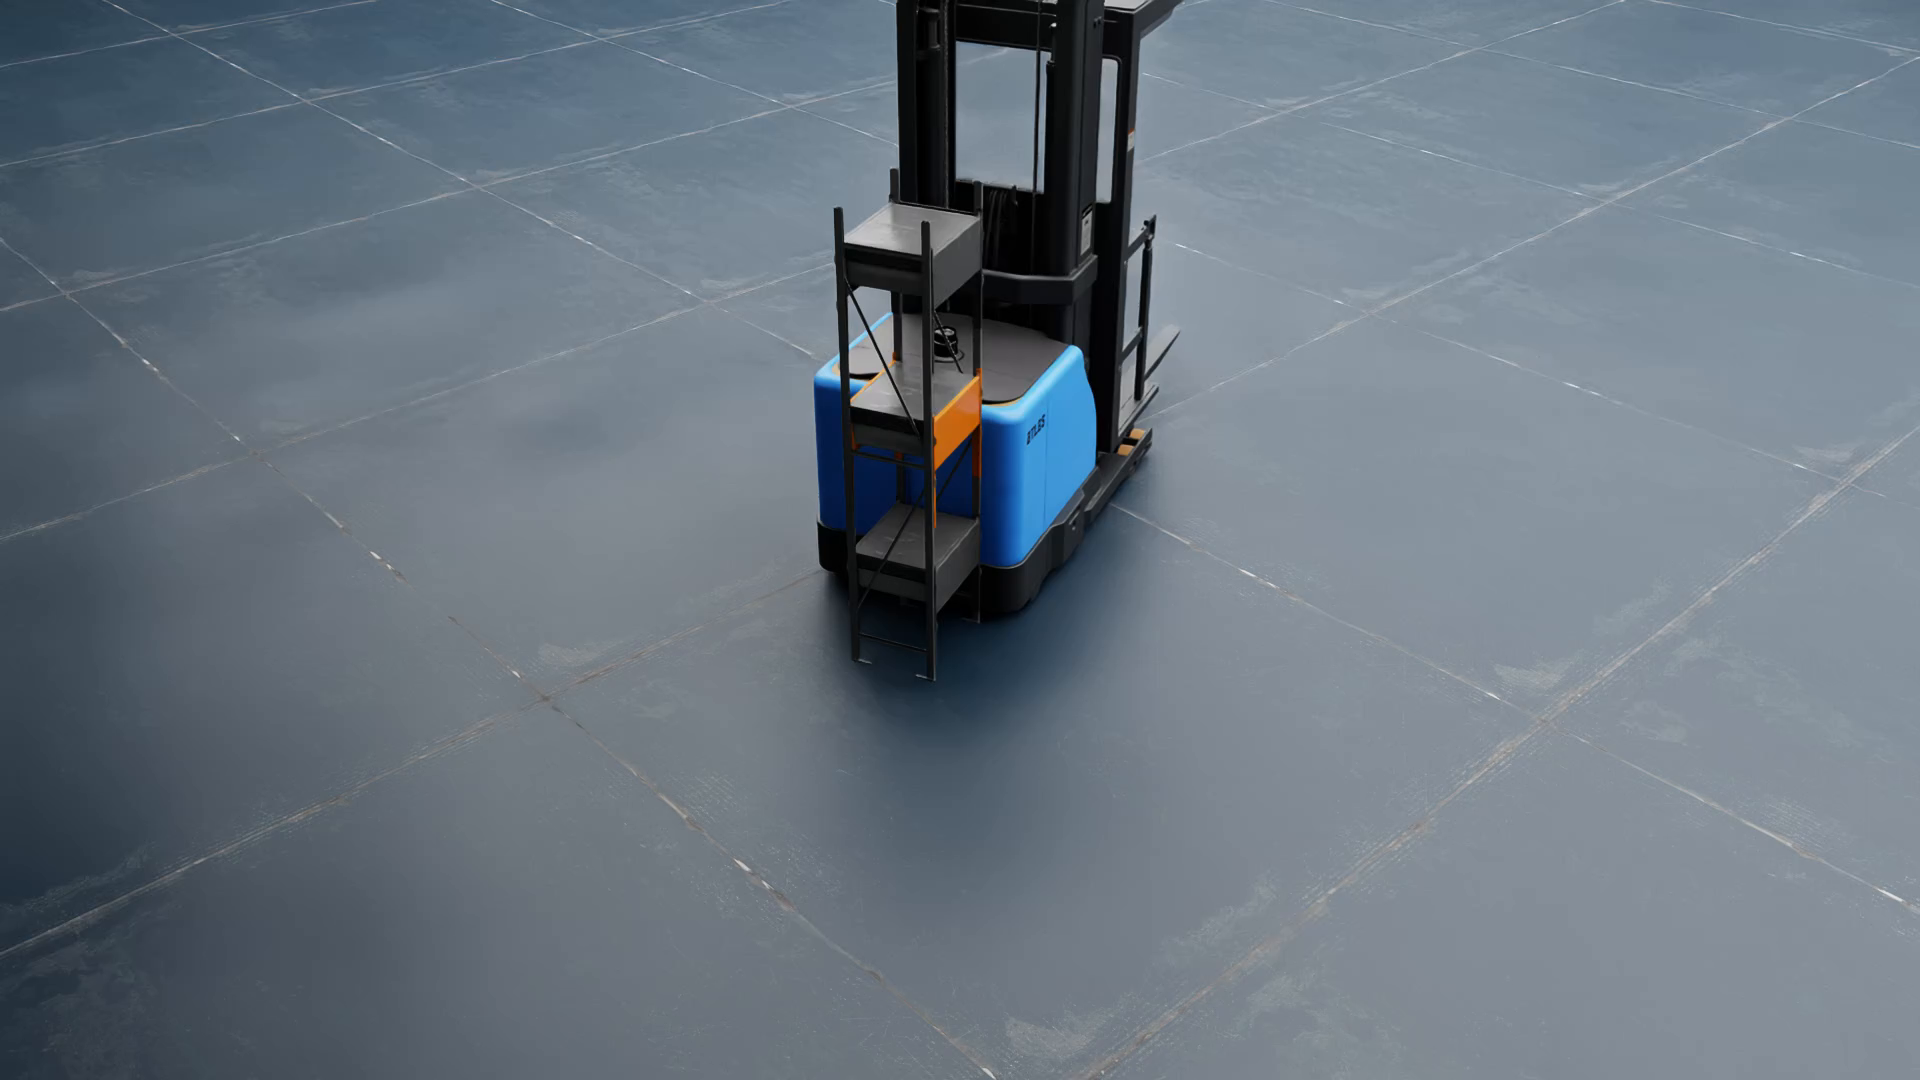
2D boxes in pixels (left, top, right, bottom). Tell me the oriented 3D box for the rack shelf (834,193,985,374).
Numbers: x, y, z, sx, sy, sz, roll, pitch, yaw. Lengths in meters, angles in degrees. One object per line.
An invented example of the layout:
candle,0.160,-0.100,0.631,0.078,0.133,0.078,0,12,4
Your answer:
rack shelf,-0.194,-1.022,6.594,0.431,0.518,0.480,13,34,20

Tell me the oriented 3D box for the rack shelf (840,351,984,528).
rack shelf,-0.194,-0.425,6.959,0.431,0.518,0.480,13,34,20

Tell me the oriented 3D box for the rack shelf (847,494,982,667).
rack shelf,-0.194,0.172,7.324,0.431,0.518,0.480,13,34,20

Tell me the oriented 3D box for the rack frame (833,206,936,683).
rack frame,-0.293,-0.320,6.761,0.400,2.100,0.015,13,34,20

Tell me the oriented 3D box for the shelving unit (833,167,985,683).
shelving unit,-0.194,-0.437,6.952,0.431,2.100,0.503,13,34,20

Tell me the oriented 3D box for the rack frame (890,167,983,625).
rack frame,-0.095,-0.553,7.142,0.400,2.100,0.015,13,34,20

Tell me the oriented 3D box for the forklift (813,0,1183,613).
forklift,0.386,-1.673,8.176,1.130,2.935,3.031,13,34,20
